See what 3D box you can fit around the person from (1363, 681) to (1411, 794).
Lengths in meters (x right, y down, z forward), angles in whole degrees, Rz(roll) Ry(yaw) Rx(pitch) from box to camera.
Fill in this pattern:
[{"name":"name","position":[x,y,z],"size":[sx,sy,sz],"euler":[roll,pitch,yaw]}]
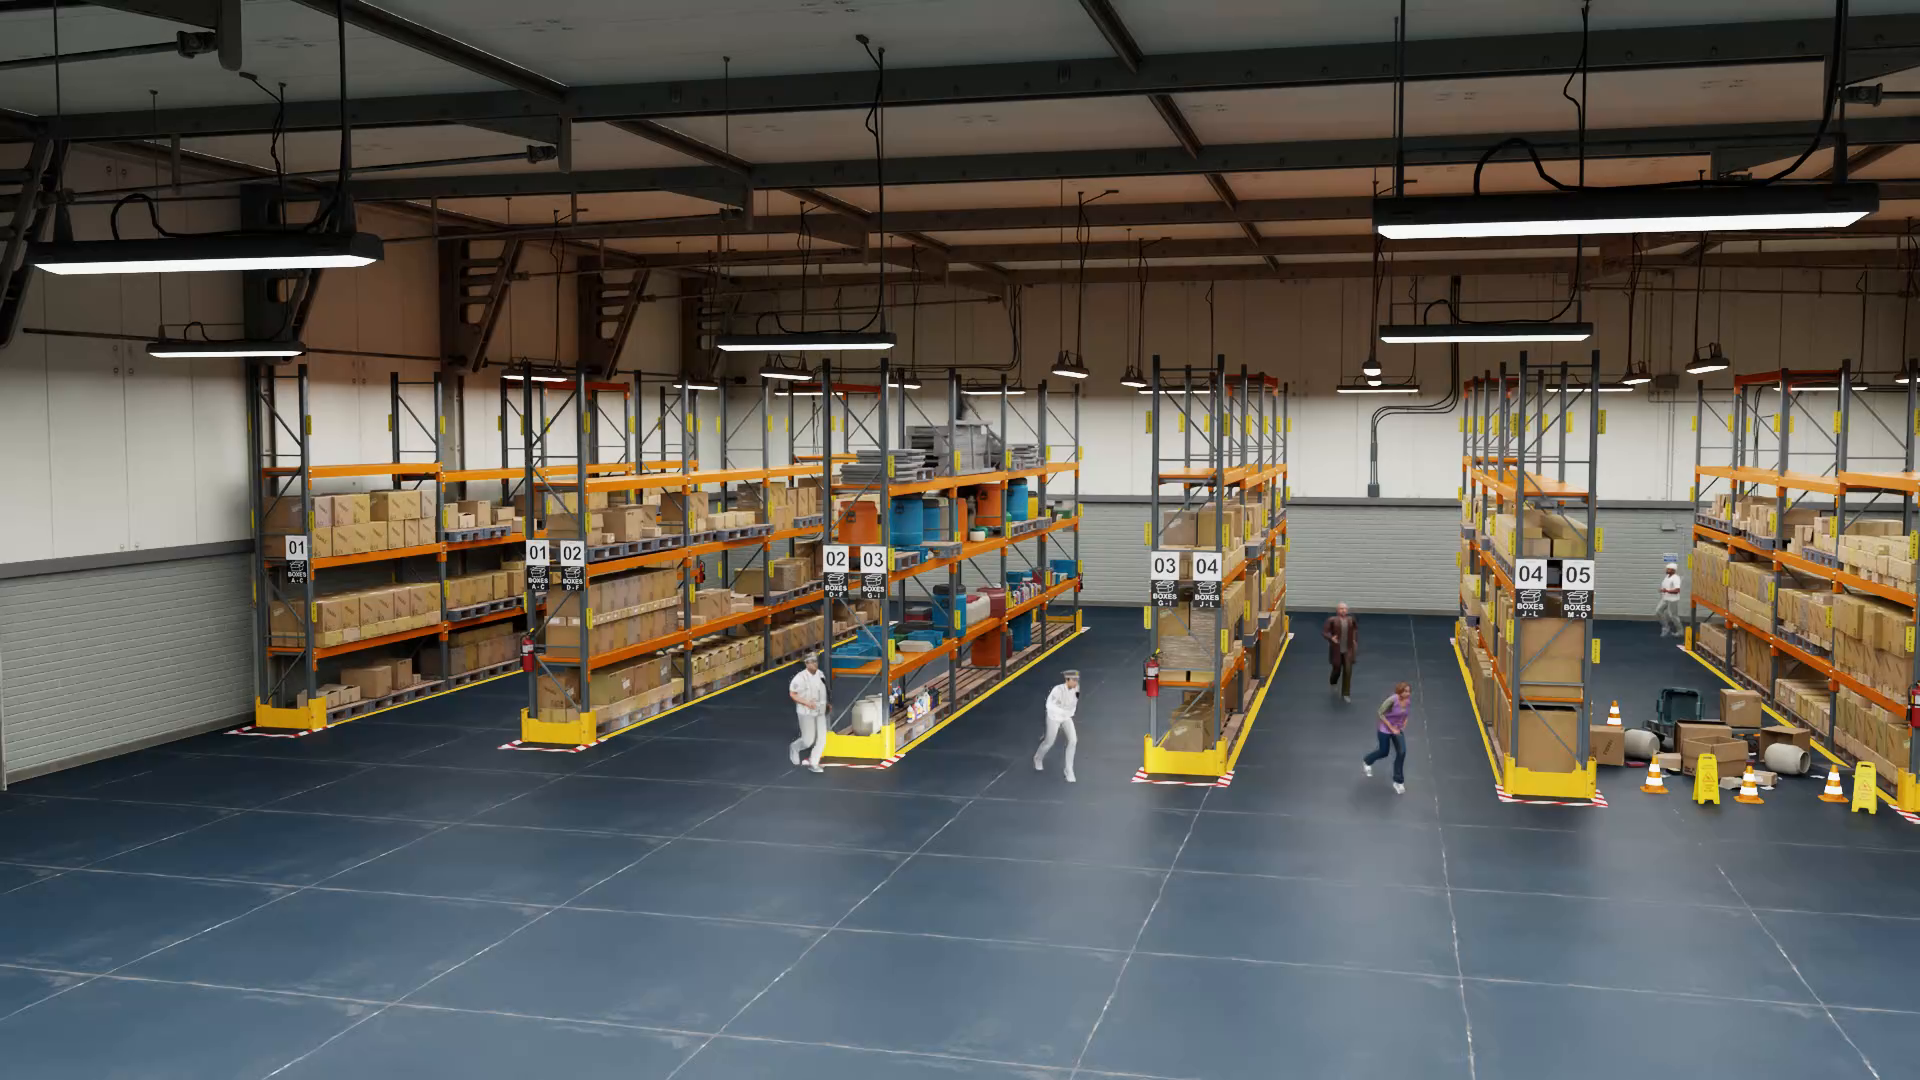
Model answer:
[{"name":"person","position":[5.902,2.674,22.996],"size":[0.570,1.547,0.914],"euler":[-2,4,-28]}]

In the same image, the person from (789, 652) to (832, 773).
[{"name":"person","position":[-2.169,2.472,24.051],"size":[0.658,1.741,0.680],"euler":[-3,5,-41]}]

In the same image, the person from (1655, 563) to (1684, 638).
[{"name":"person","position":[16.704,1.434,39.133],"size":[0.737,1.802,0.672],"euler":[-1,4,-8]}]

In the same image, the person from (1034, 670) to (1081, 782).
[{"name":"person","position":[1.385,2.608,23.674],"size":[0.657,1.623,0.961],"euler":[-3,5,-35]}]

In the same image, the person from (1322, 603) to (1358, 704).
[{"name":"person","position":[6.932,2.026,30.270],"size":[0.707,1.781,1.030],"euler":[0,4,0]}]
